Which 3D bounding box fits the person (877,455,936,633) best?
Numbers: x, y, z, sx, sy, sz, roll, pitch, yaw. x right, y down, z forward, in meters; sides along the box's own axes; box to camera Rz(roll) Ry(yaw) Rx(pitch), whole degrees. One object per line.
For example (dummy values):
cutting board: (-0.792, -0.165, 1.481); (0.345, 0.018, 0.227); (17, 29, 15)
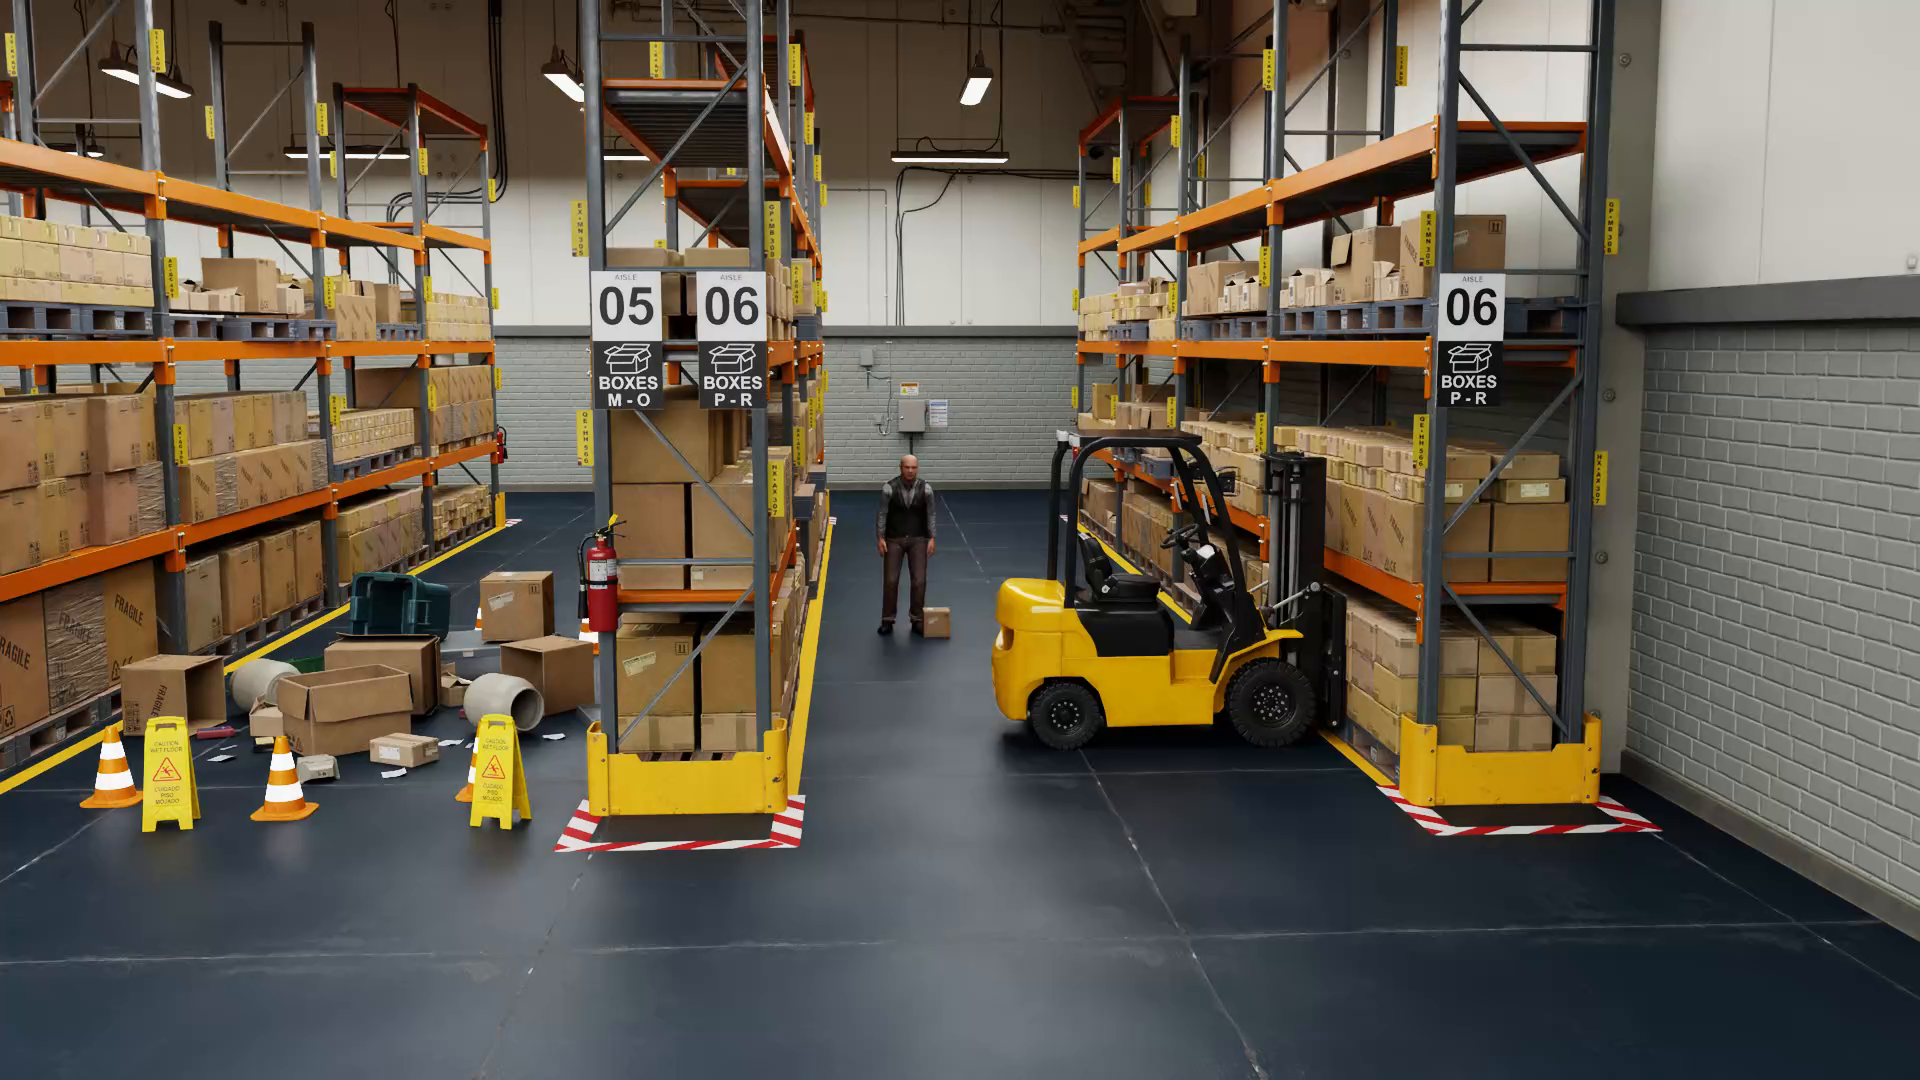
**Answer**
person: (-0.521, 0.029, 16.104); (0.588, 1.720, 0.420); (-1, 7, -7)
